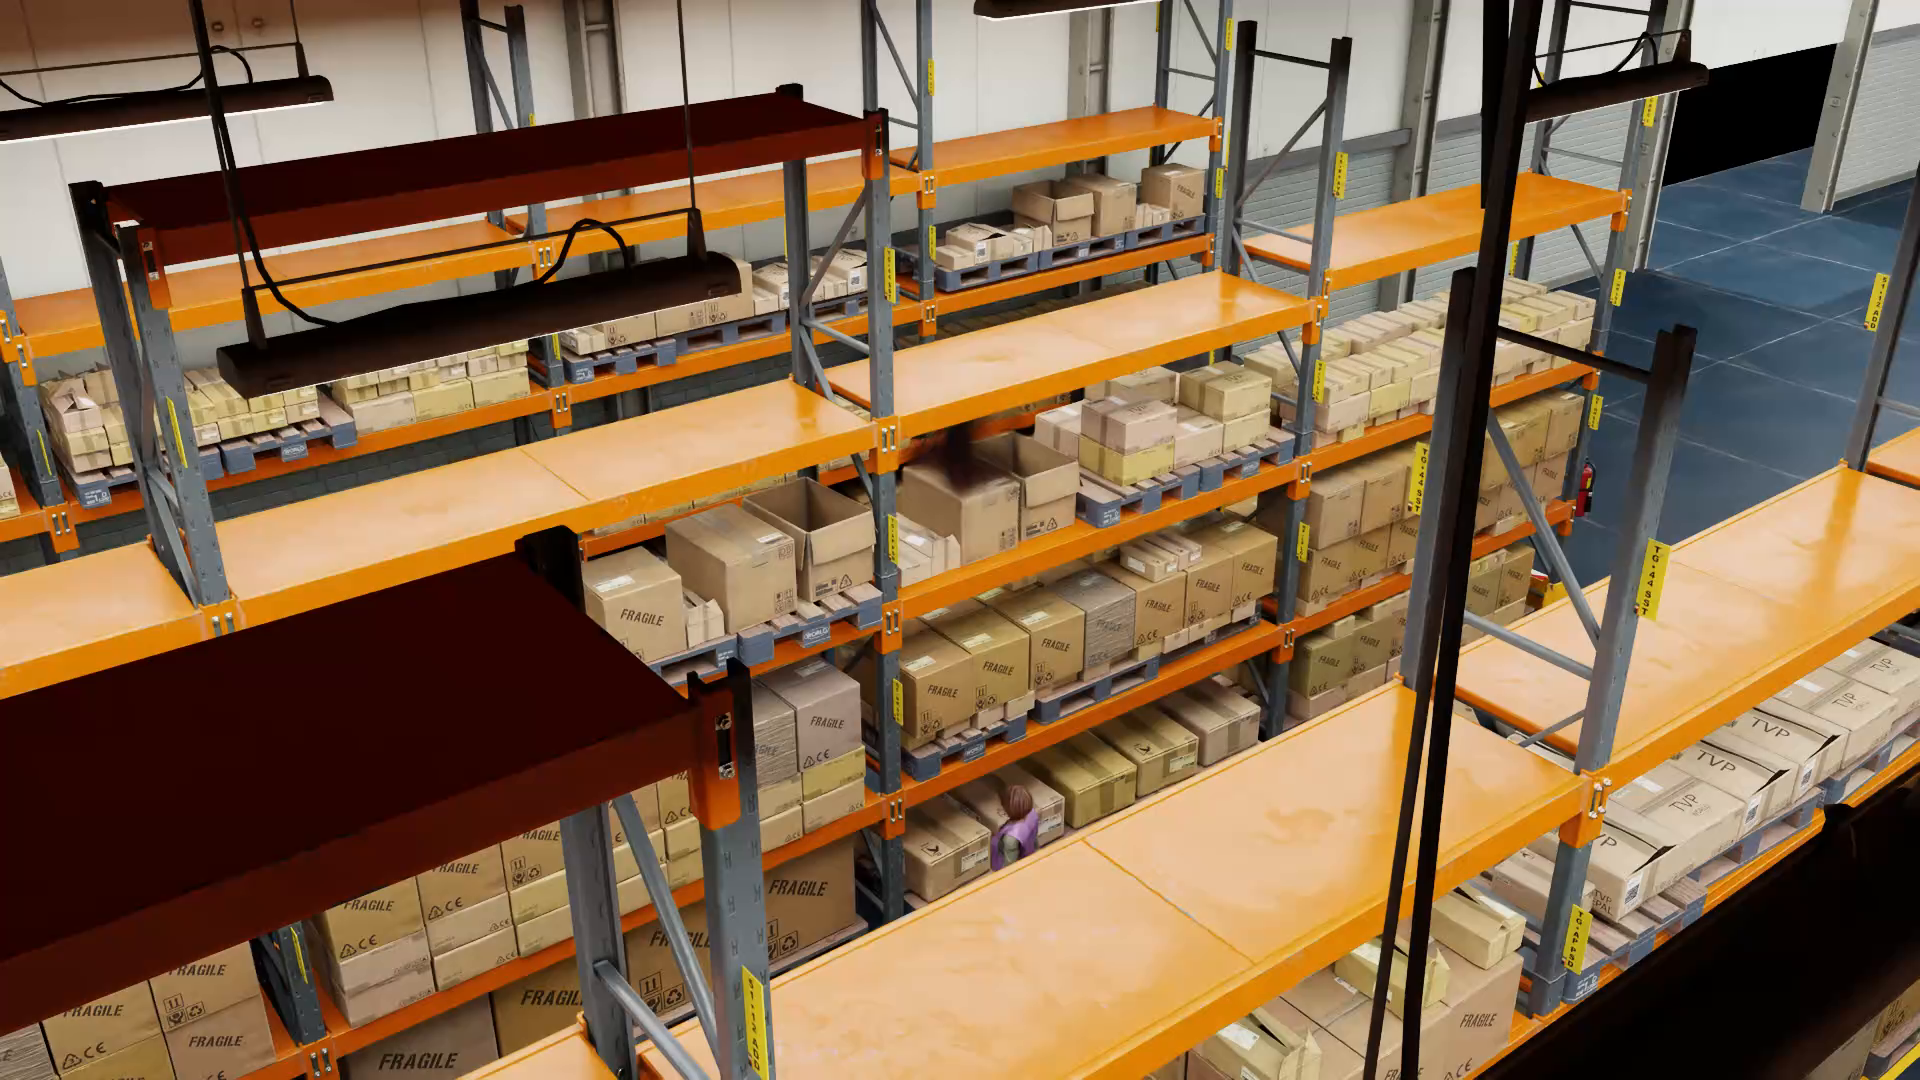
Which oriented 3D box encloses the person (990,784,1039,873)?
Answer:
[{"bbox_3d":[0.365,2.279,10.945,0.339,1.599,0.471,11,28,21],"label":"person"}]
